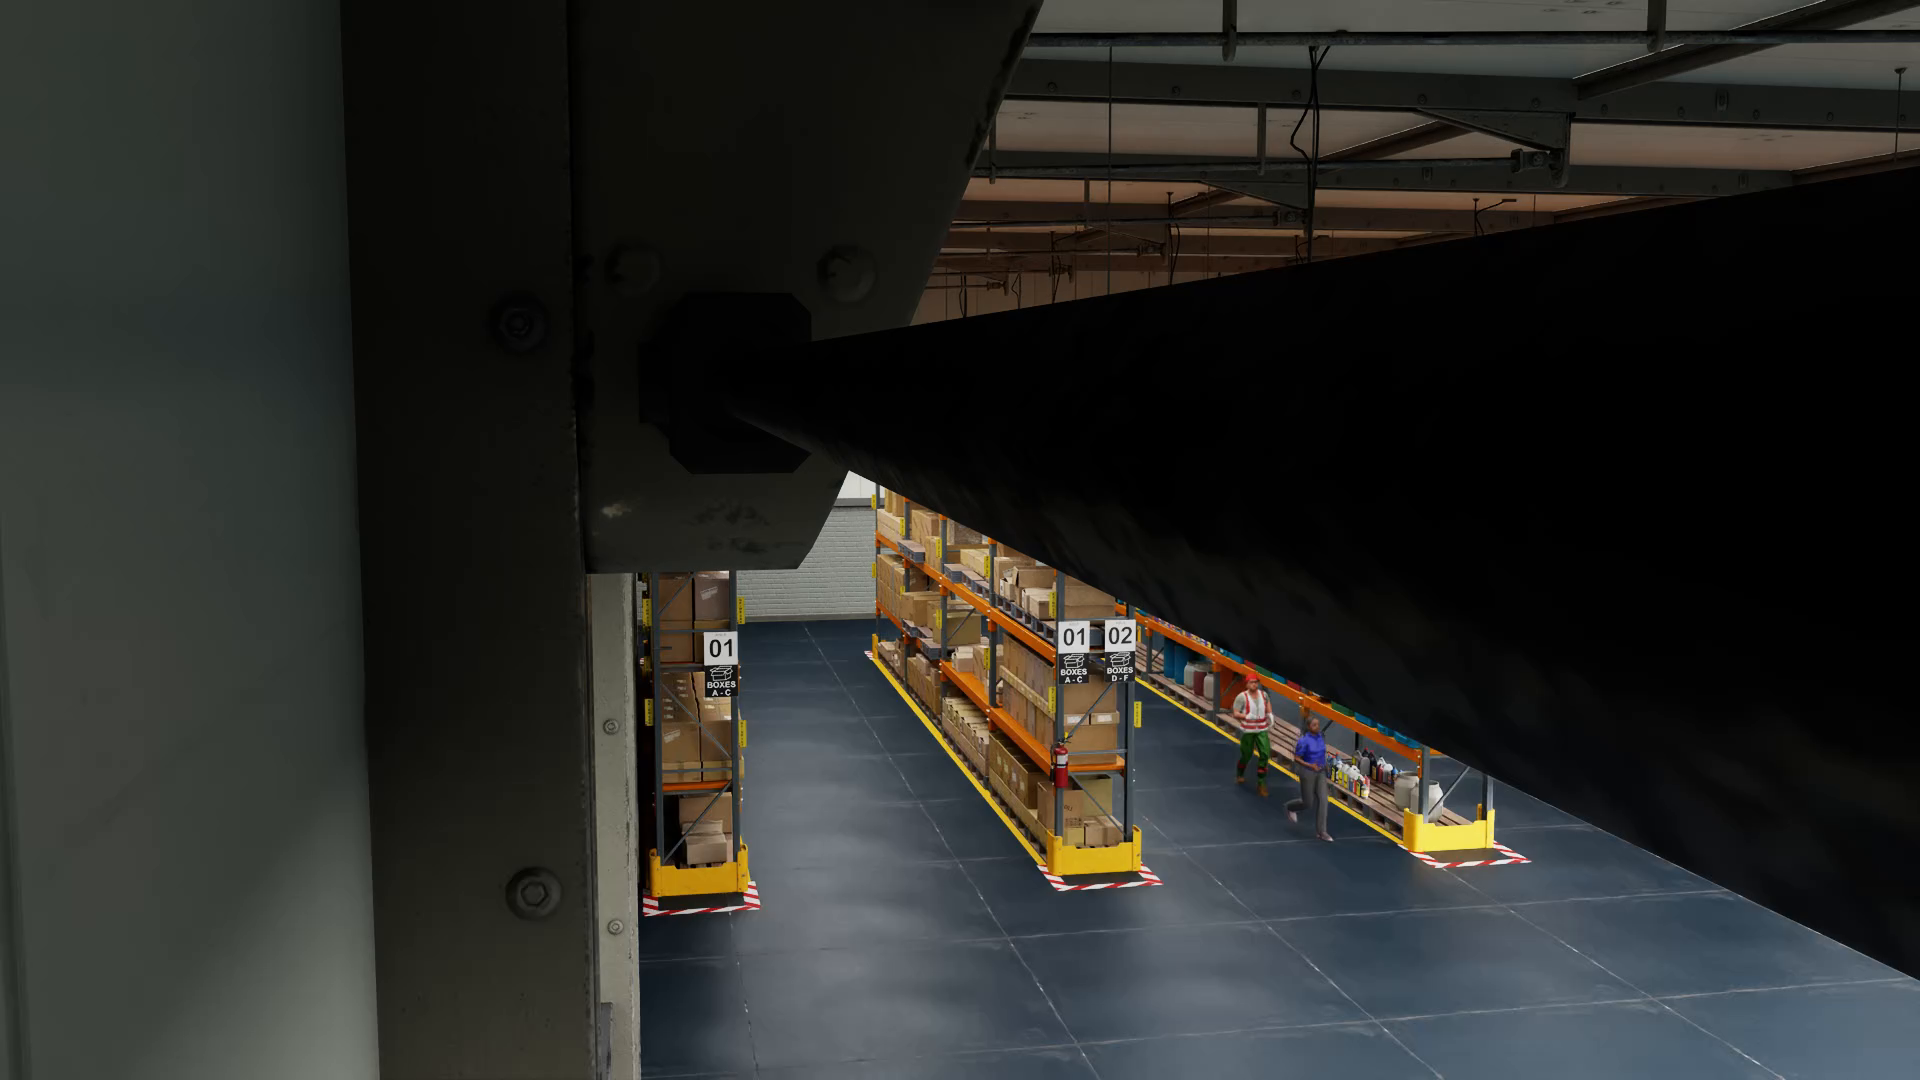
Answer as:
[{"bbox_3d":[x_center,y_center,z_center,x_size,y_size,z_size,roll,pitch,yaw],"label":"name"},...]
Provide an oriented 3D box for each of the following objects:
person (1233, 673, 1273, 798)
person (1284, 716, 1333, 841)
[{"bbox_3d":[4.413,2.893,24.936,0.669,1.812,0.893,-1,6,-7],"label":"person"},{"bbox_3d":[4.775,3.201,22.553,0.581,1.619,0.887,-3,7,-28],"label":"person"}]
